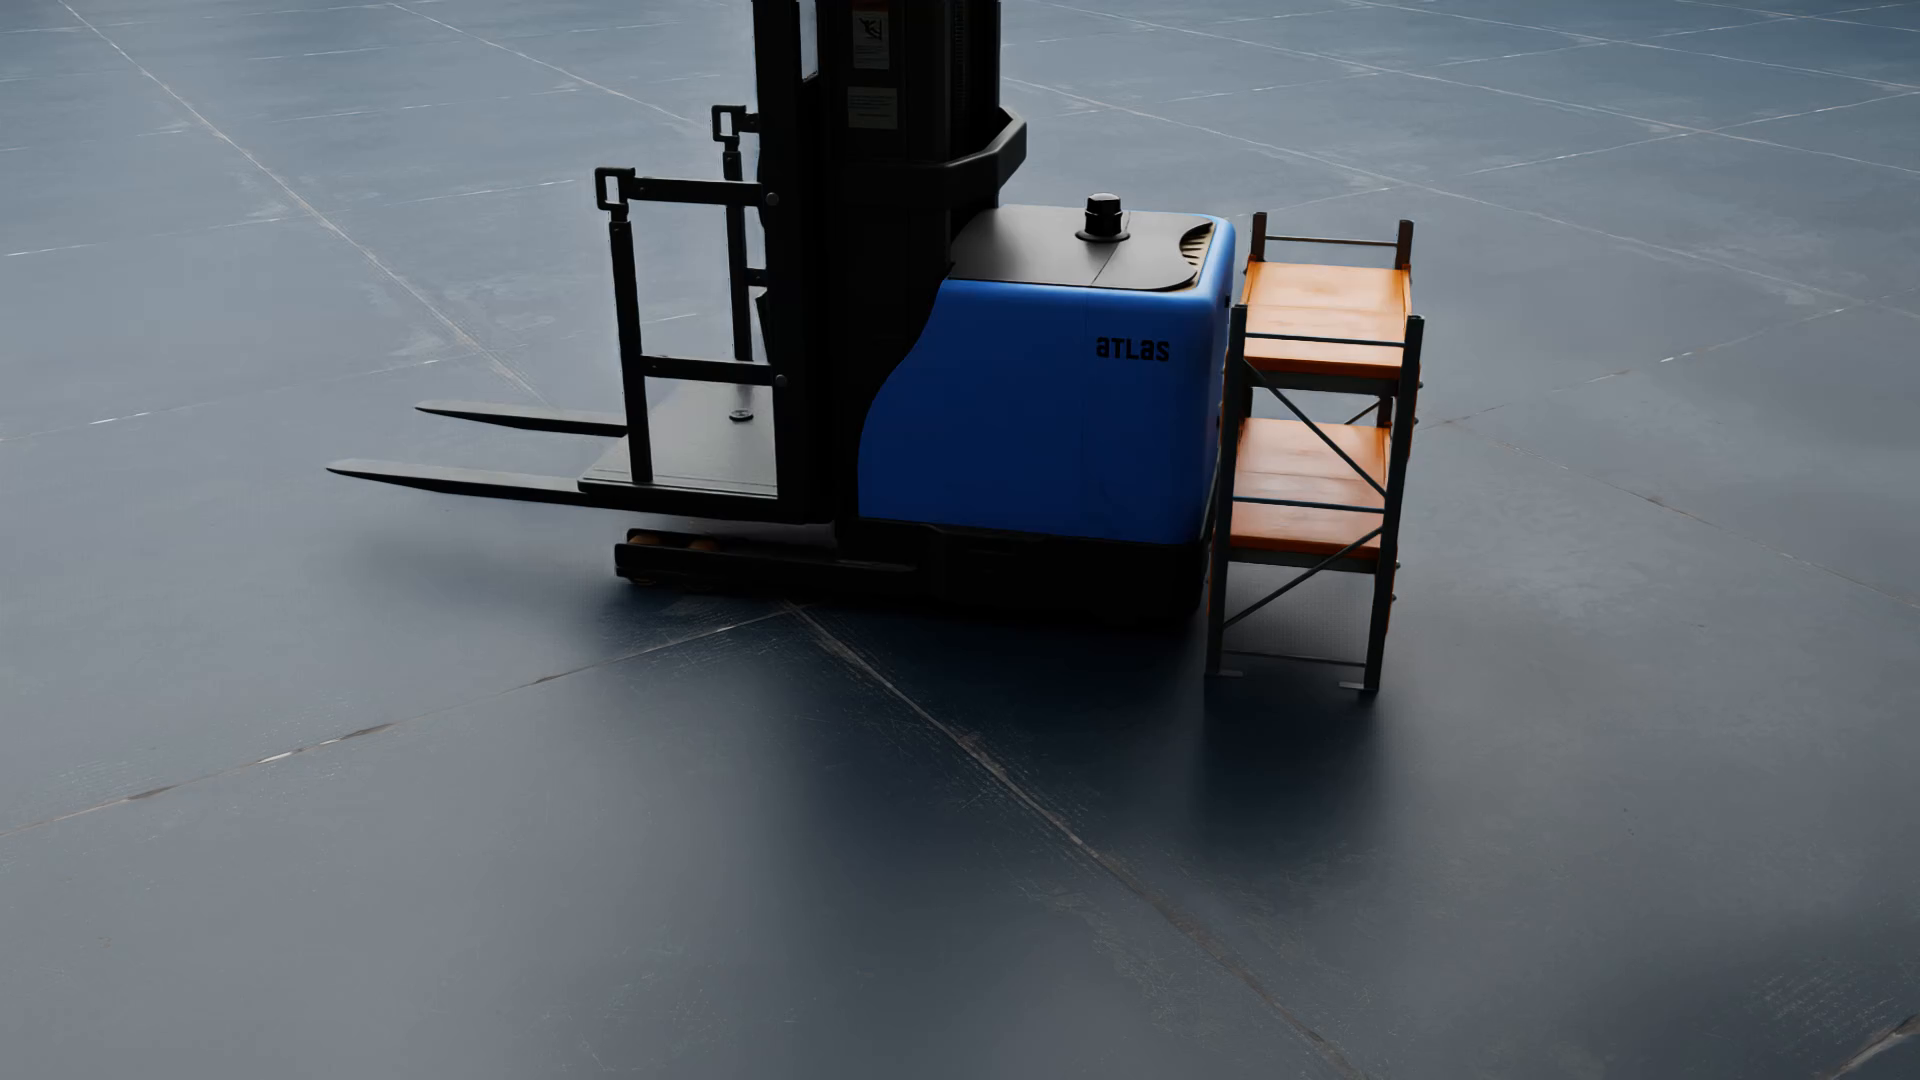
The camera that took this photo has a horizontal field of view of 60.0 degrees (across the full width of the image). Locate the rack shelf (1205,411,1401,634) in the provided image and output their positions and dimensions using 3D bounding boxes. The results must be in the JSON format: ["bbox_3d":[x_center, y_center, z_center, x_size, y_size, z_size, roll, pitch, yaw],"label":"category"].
[{"bbox_3d":[1.079,-0.087,5.189,0.538,0.278,1.000,5,26,11],"label":"rack shelf"}]

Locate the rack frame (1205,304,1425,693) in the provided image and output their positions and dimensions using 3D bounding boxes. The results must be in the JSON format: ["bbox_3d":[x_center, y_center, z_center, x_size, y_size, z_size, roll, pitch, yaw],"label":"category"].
[{"bbox_3d":[0.970,-0.096,4.635,0.500,1.125,0.032,5,26,11],"label":"rack frame"}]

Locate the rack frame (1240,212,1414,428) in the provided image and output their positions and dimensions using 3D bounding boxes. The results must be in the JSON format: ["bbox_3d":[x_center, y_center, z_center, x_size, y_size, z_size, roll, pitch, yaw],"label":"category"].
[{"bbox_3d":[1.188,-0.520,5.533,0.500,1.125,0.032,5,26,11],"label":"rack frame"}]

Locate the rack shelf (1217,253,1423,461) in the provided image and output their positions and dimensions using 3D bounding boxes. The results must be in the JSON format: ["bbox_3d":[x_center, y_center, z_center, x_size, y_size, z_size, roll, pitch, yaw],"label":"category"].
[{"bbox_3d":[1.079,-0.572,4.959,0.538,0.278,1.000,5,26,11],"label":"rack shelf"}]

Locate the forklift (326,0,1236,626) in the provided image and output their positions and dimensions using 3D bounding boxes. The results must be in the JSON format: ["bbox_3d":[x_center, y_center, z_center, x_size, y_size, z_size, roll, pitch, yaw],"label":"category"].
[{"bbox_3d":[-0.647,-1.371,5.221,3.031,2.935,1.130,5,26,11],"label":"forklift"}]

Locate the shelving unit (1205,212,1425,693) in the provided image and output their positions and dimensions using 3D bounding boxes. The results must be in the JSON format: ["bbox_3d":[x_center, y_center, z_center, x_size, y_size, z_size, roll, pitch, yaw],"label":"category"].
[{"bbox_3d":[1.079,-0.308,5.084,0.538,1.125,1.048,5,26,11],"label":"shelving unit"}]
